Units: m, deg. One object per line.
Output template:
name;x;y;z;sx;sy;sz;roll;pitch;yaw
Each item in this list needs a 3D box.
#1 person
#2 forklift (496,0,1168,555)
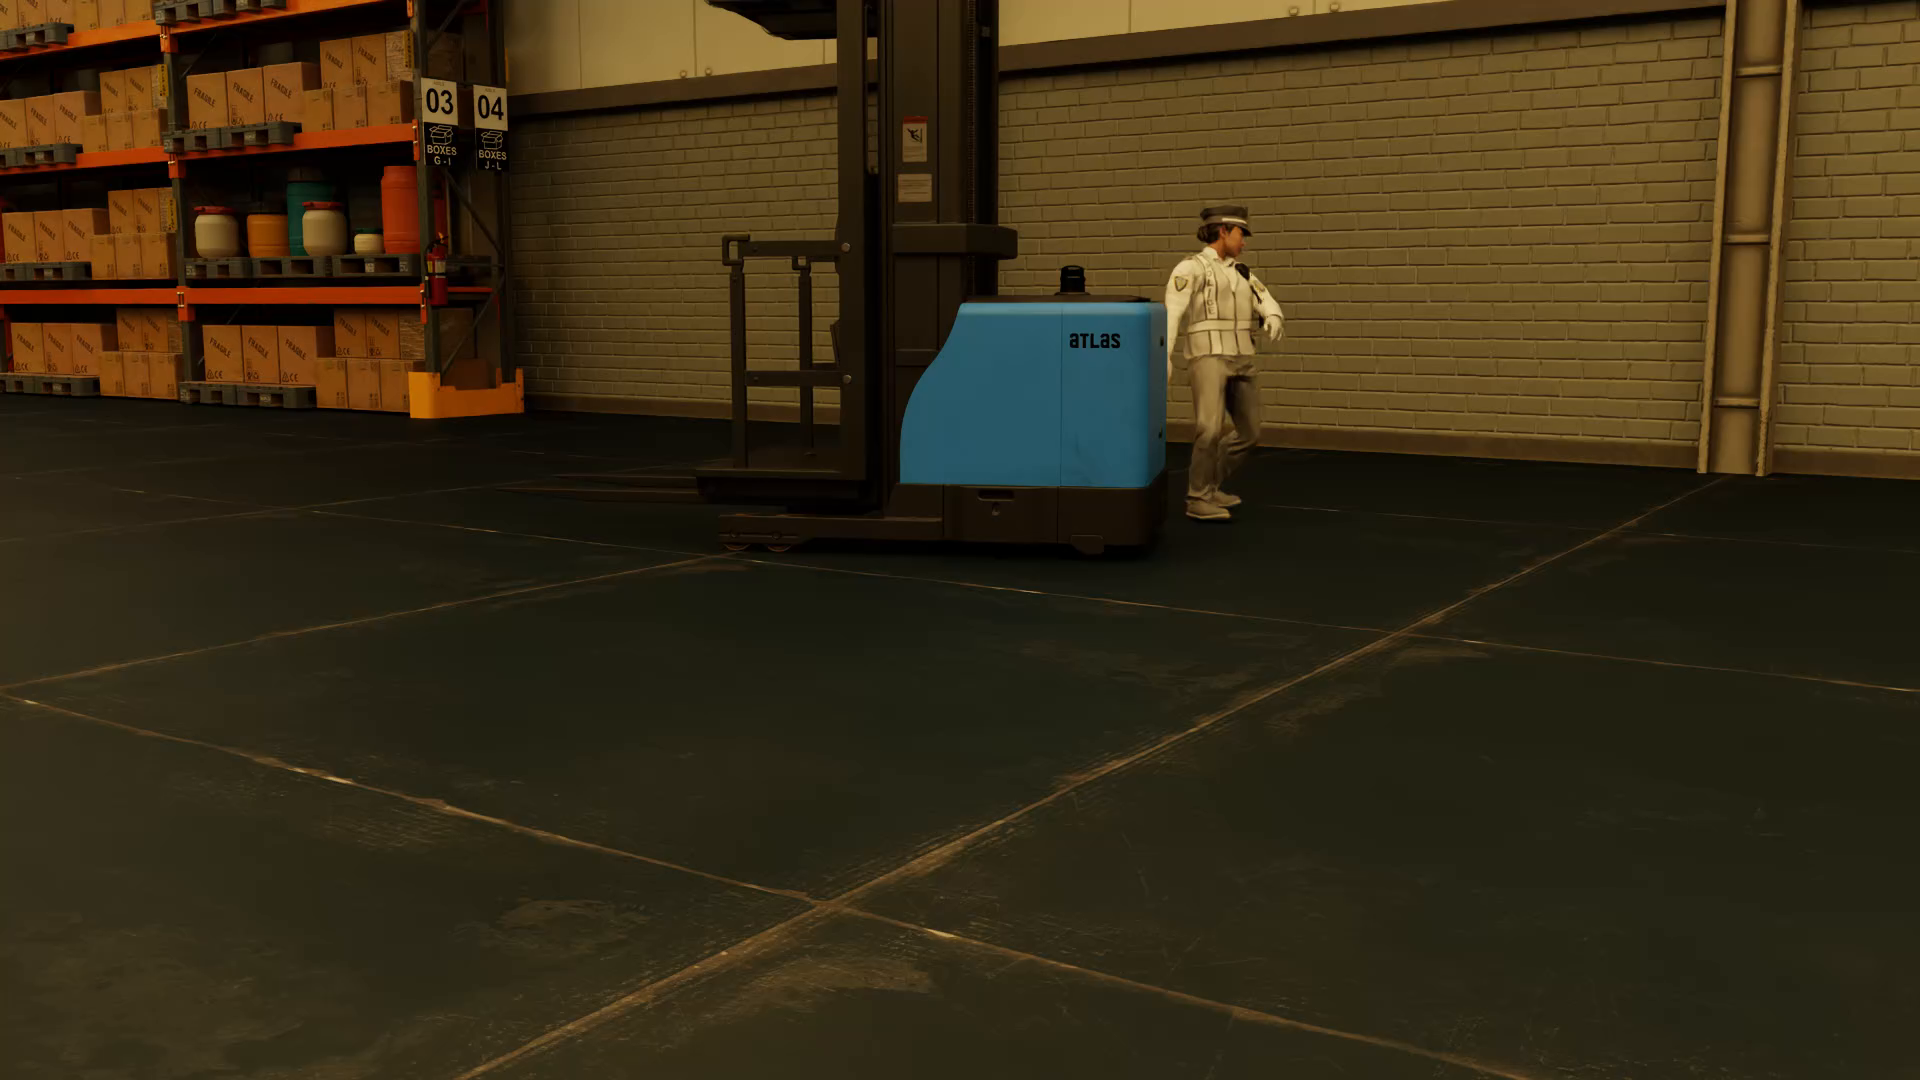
person;1.288;-0.887;8.290;0.724;1.548;0.780;-6;10;-37
forklift;-0.596;-1.469;7.520;3.031;2.935;1.130;2;8;12
